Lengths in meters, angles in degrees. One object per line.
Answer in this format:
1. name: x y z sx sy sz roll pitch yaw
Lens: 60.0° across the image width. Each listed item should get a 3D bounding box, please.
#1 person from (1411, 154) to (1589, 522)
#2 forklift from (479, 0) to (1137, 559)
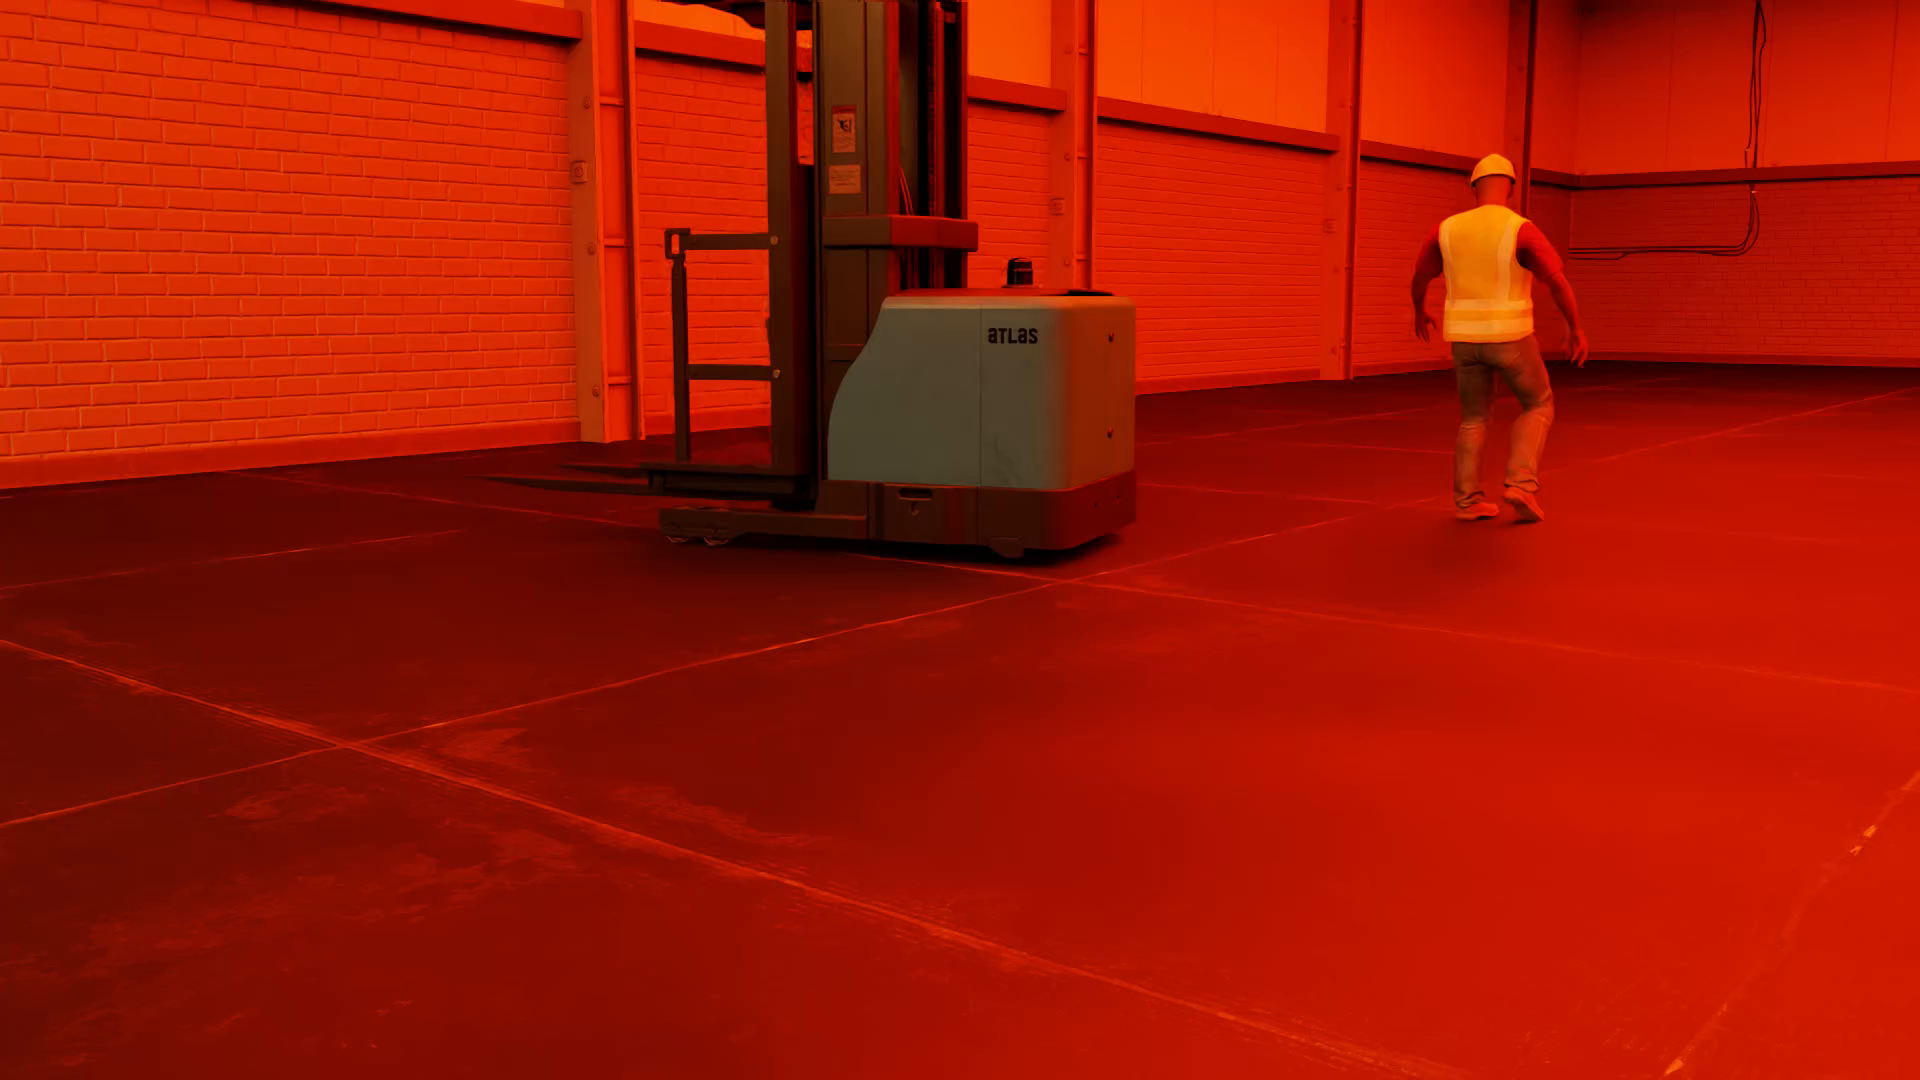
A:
1. person: 2.556 -0.955 8.033 0.501 1.773 0.907 -8 11 -42
2. forklift: -0.773 -1.489 7.460 3.031 2.935 1.130 4 9 23
